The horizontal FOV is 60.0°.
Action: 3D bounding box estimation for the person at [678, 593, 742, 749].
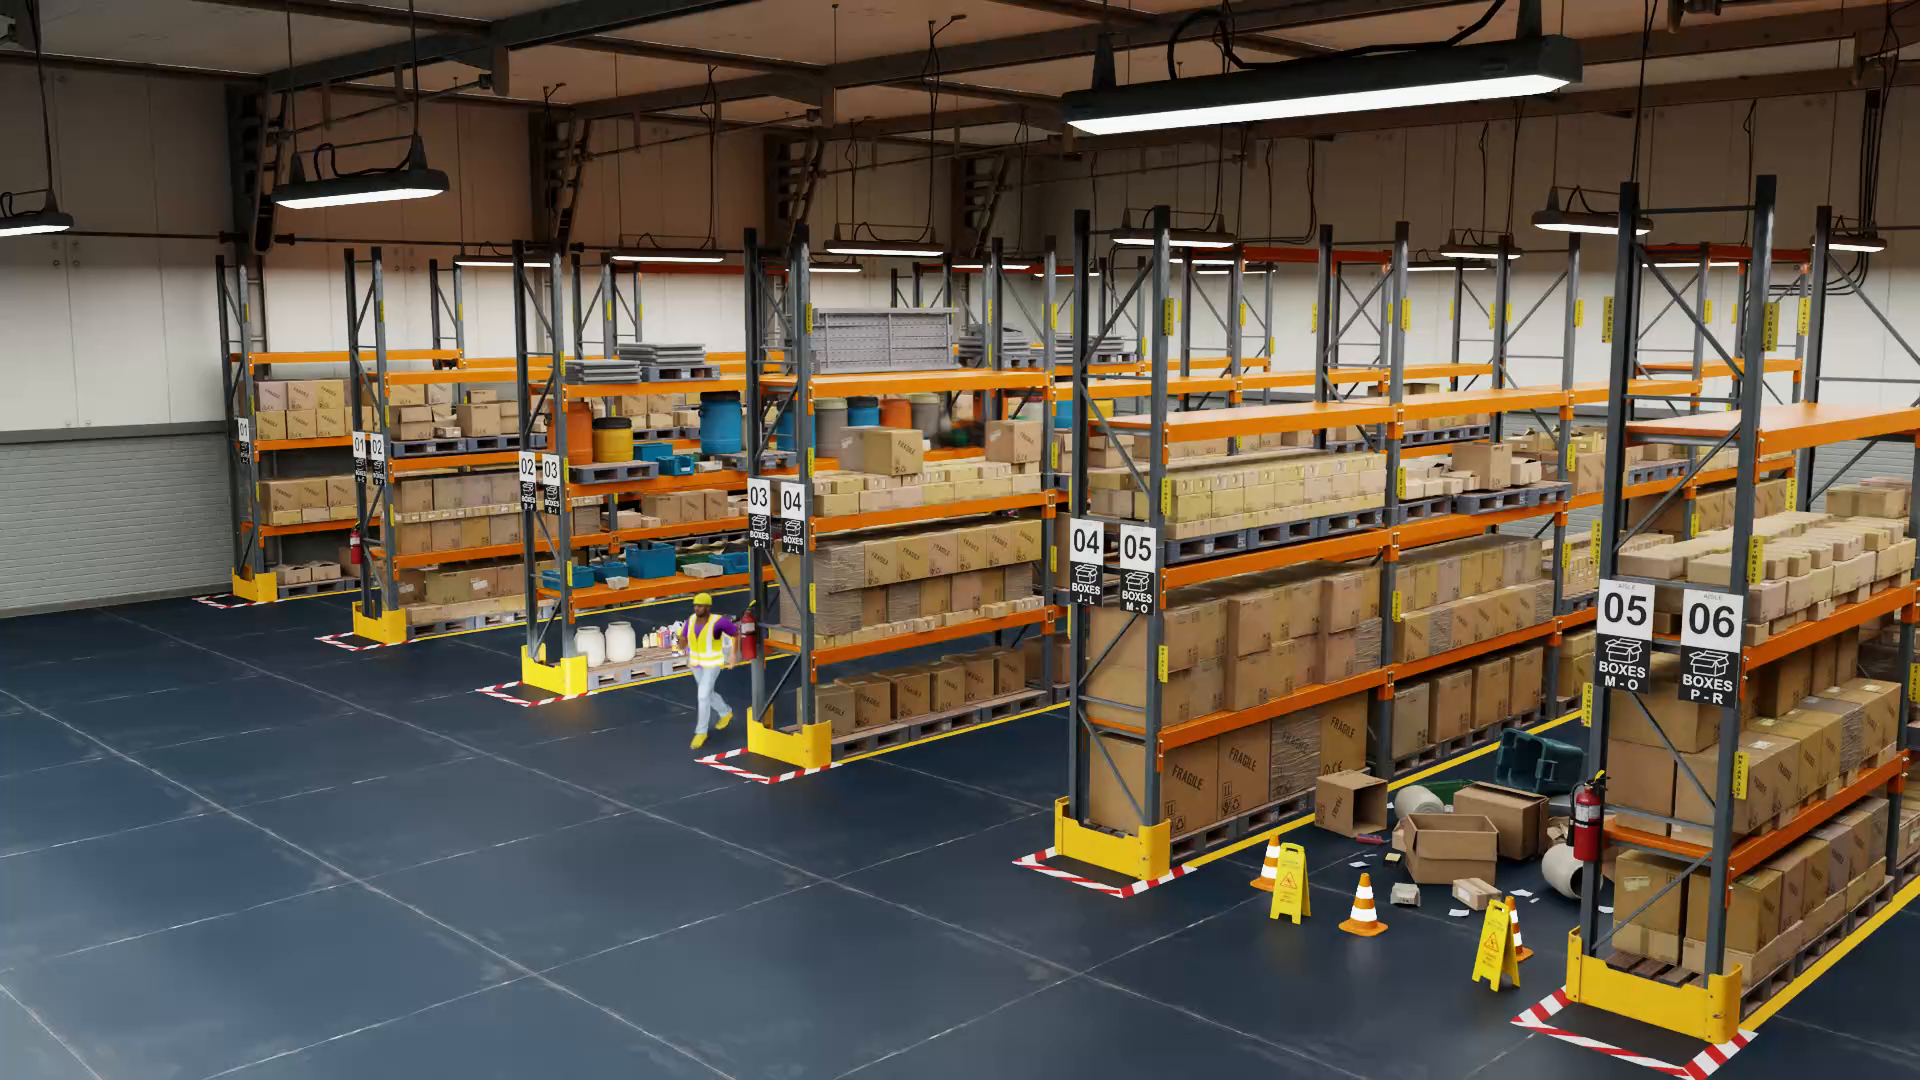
[{"bbox_3d":[-3.010,1.502,19.790,0.730,1.783,0.934,5,9,31],"label":"person"}]
